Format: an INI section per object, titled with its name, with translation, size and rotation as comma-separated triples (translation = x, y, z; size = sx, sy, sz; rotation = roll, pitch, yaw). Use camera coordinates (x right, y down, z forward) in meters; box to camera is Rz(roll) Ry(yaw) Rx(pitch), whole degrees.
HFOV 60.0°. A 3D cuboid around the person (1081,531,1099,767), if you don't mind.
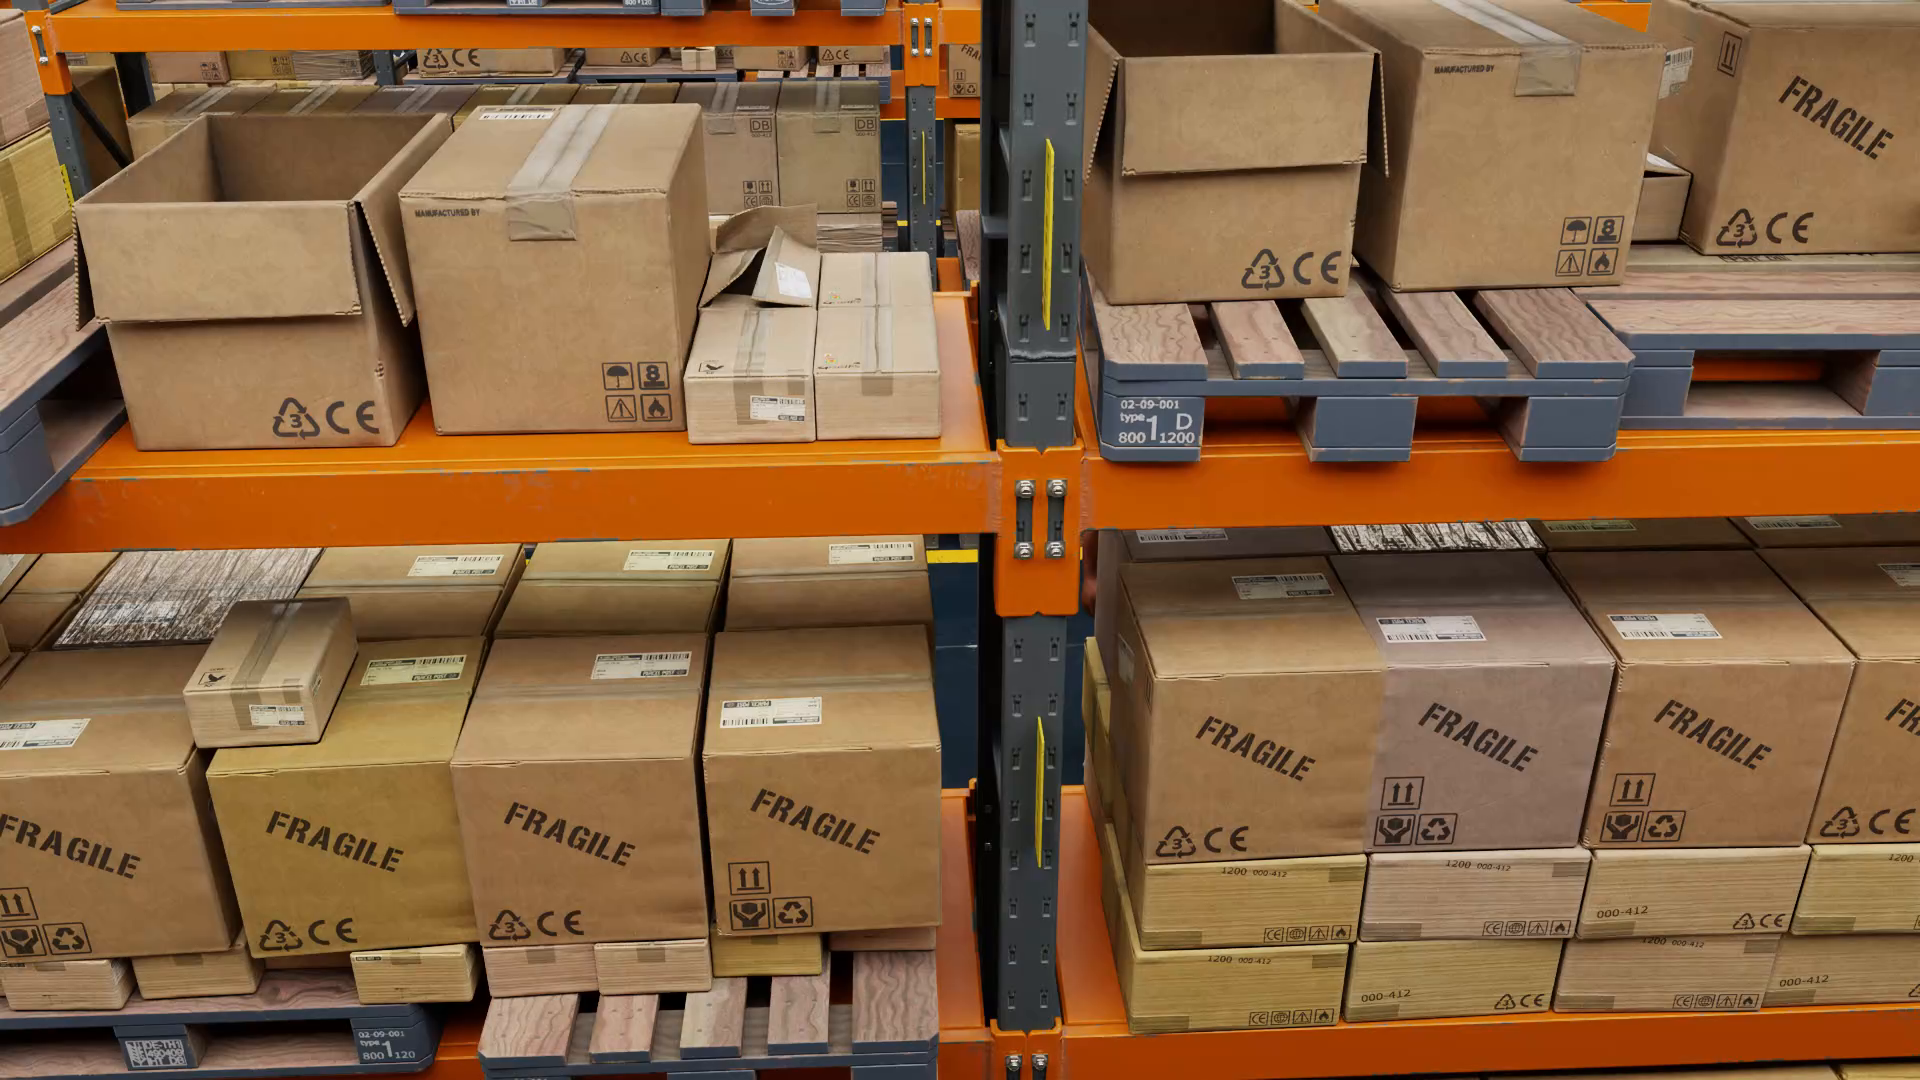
[person]
translation = 0.808, 0.158, 6.799
size = 0.635, 1.757, 0.462
rotation = -2, 27, -4
